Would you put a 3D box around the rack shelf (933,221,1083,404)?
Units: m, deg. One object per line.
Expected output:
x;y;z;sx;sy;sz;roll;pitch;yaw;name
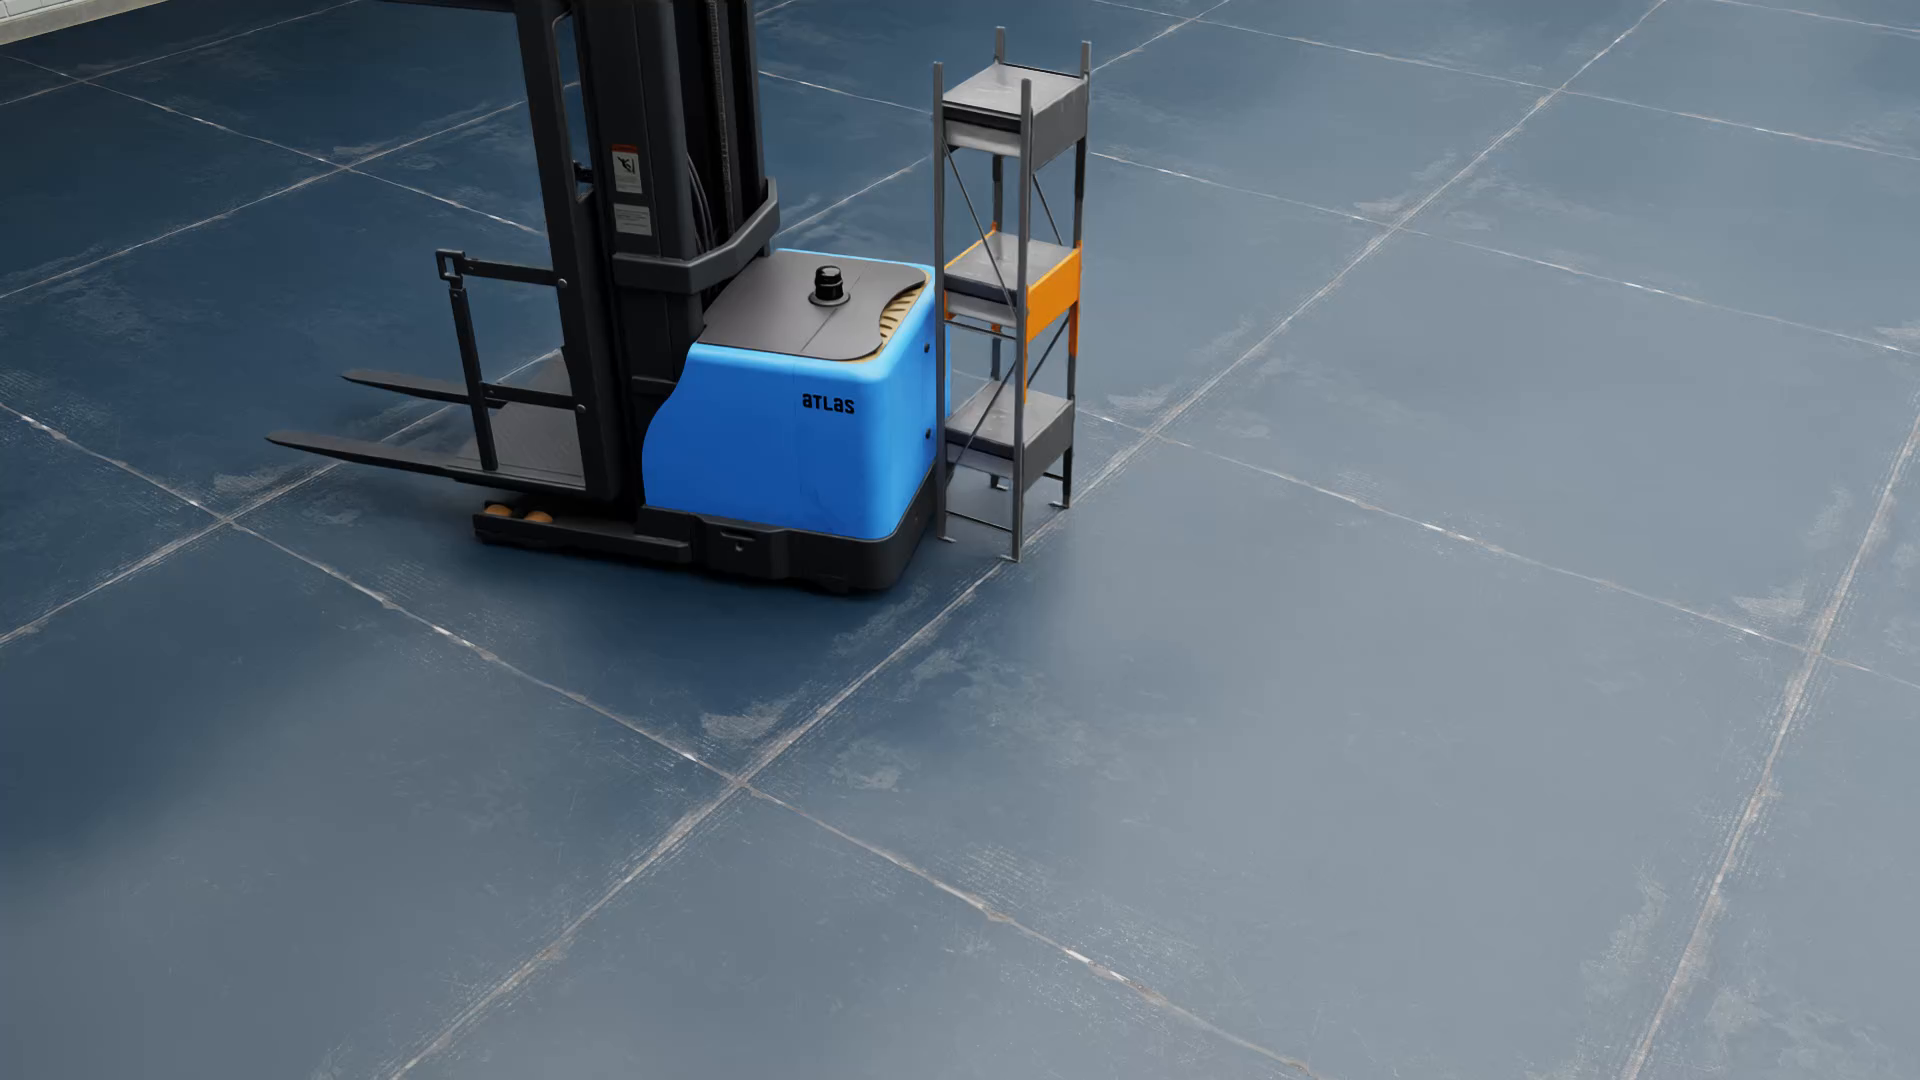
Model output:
0.198;-0.934;6.781;0.431;0.518;0.480;17;38;24;rack shelf

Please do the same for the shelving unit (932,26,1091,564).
0.198;-0.945;6.773;0.431;2.100;0.503;17;38;24;shelving unit

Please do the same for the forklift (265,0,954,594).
-1.604;-1.445;6.770;3.031;2.935;1.130;9;35;13;forklift

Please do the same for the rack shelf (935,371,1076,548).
0.198;-0.354;7.173;0.431;0.518;0.480;17;38;24;rack shelf

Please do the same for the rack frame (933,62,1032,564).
0.079;-0.826;6.597;0.400;2.100;0.015;17;38;24;rack frame

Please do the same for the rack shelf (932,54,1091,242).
0.198;-1.514;6.389;0.431;0.518;0.480;17;38;24;rack shelf

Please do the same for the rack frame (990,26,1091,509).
0.317;-1.064;6.950;0.400;2.100;0.015;17;38;24;rack frame
